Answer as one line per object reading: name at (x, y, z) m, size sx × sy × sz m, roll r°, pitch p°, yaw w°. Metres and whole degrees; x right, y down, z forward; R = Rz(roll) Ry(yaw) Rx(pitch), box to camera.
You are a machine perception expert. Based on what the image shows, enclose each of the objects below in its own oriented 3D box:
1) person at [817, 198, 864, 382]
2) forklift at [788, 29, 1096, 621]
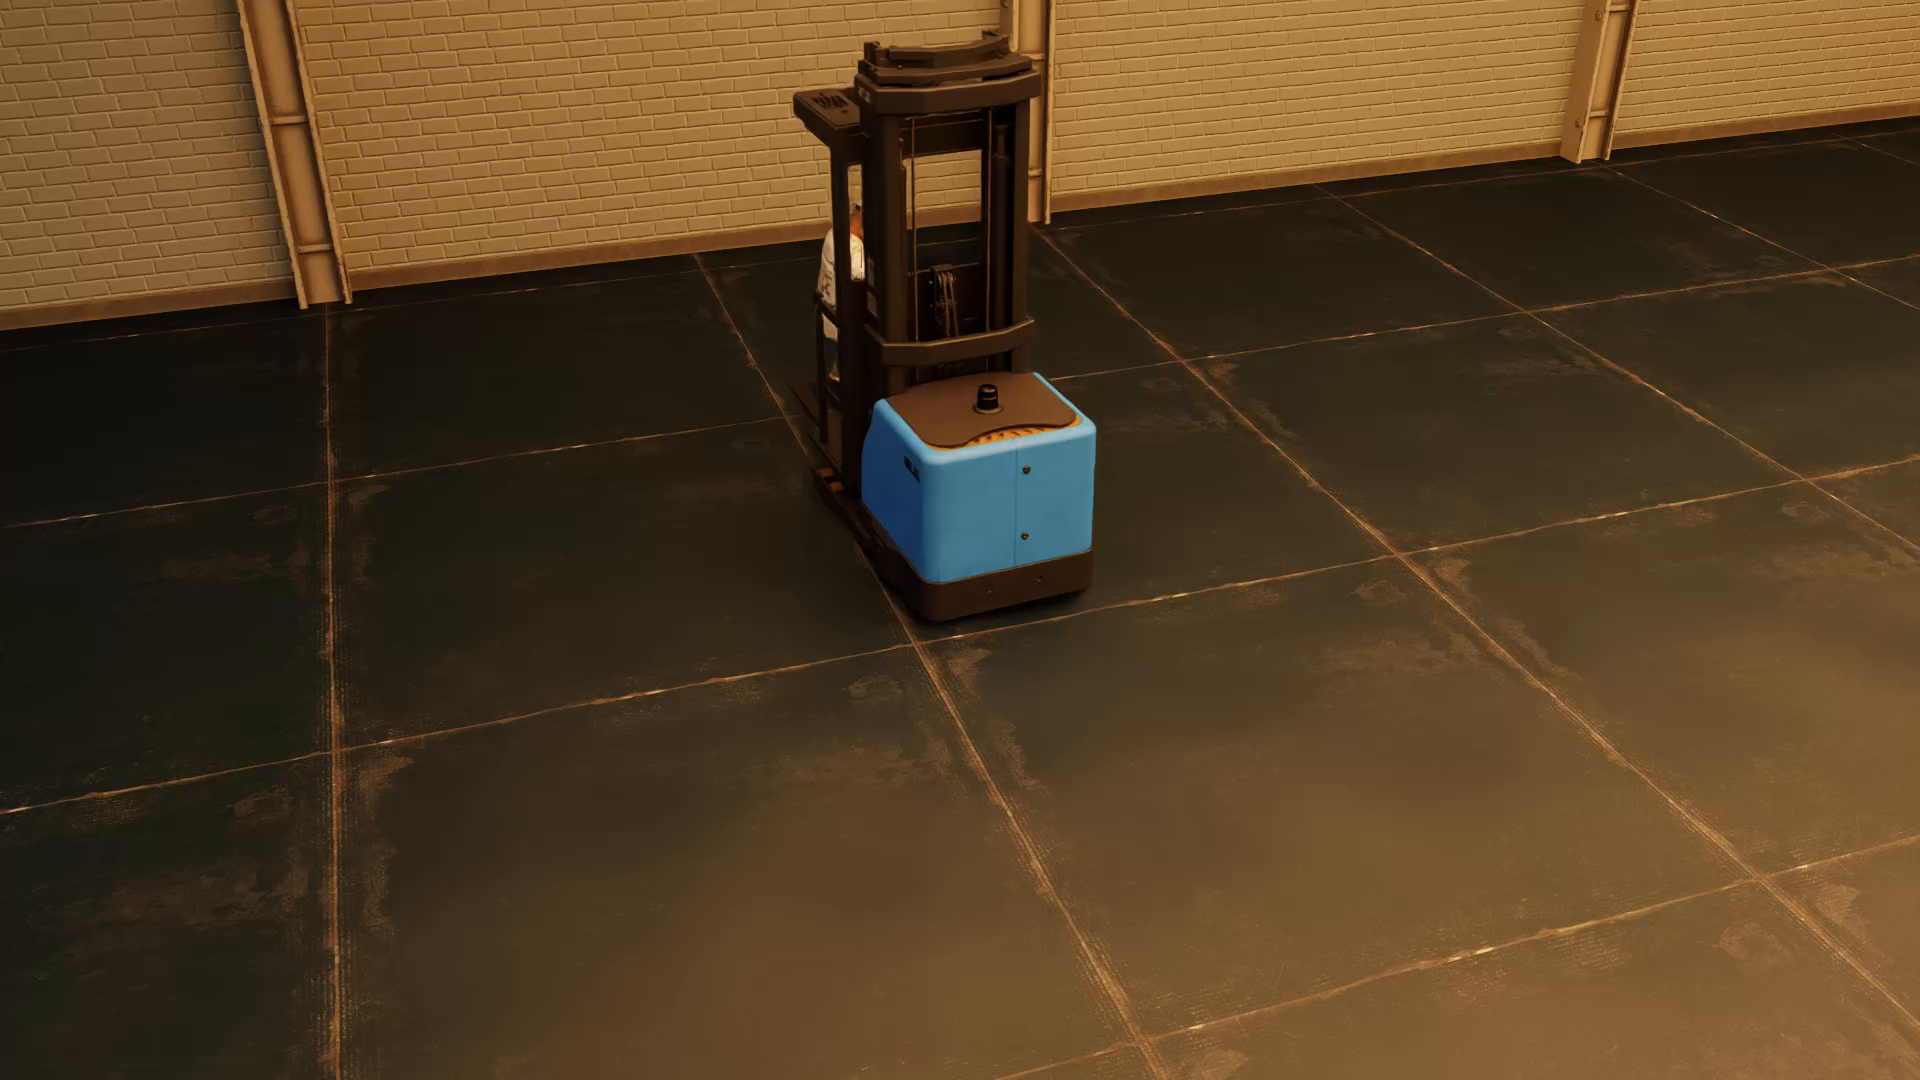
person at (-0.593, -1.568, 11.136) m, size 0.735 × 1.508 × 1.165 m, roll -8°, pitch 31°, yaw -14°
forklift at (-0.286, -1.543, 9.768) m, size 1.130 × 2.935 × 3.031 m, roll -12°, pitch 32°, yaw -20°
